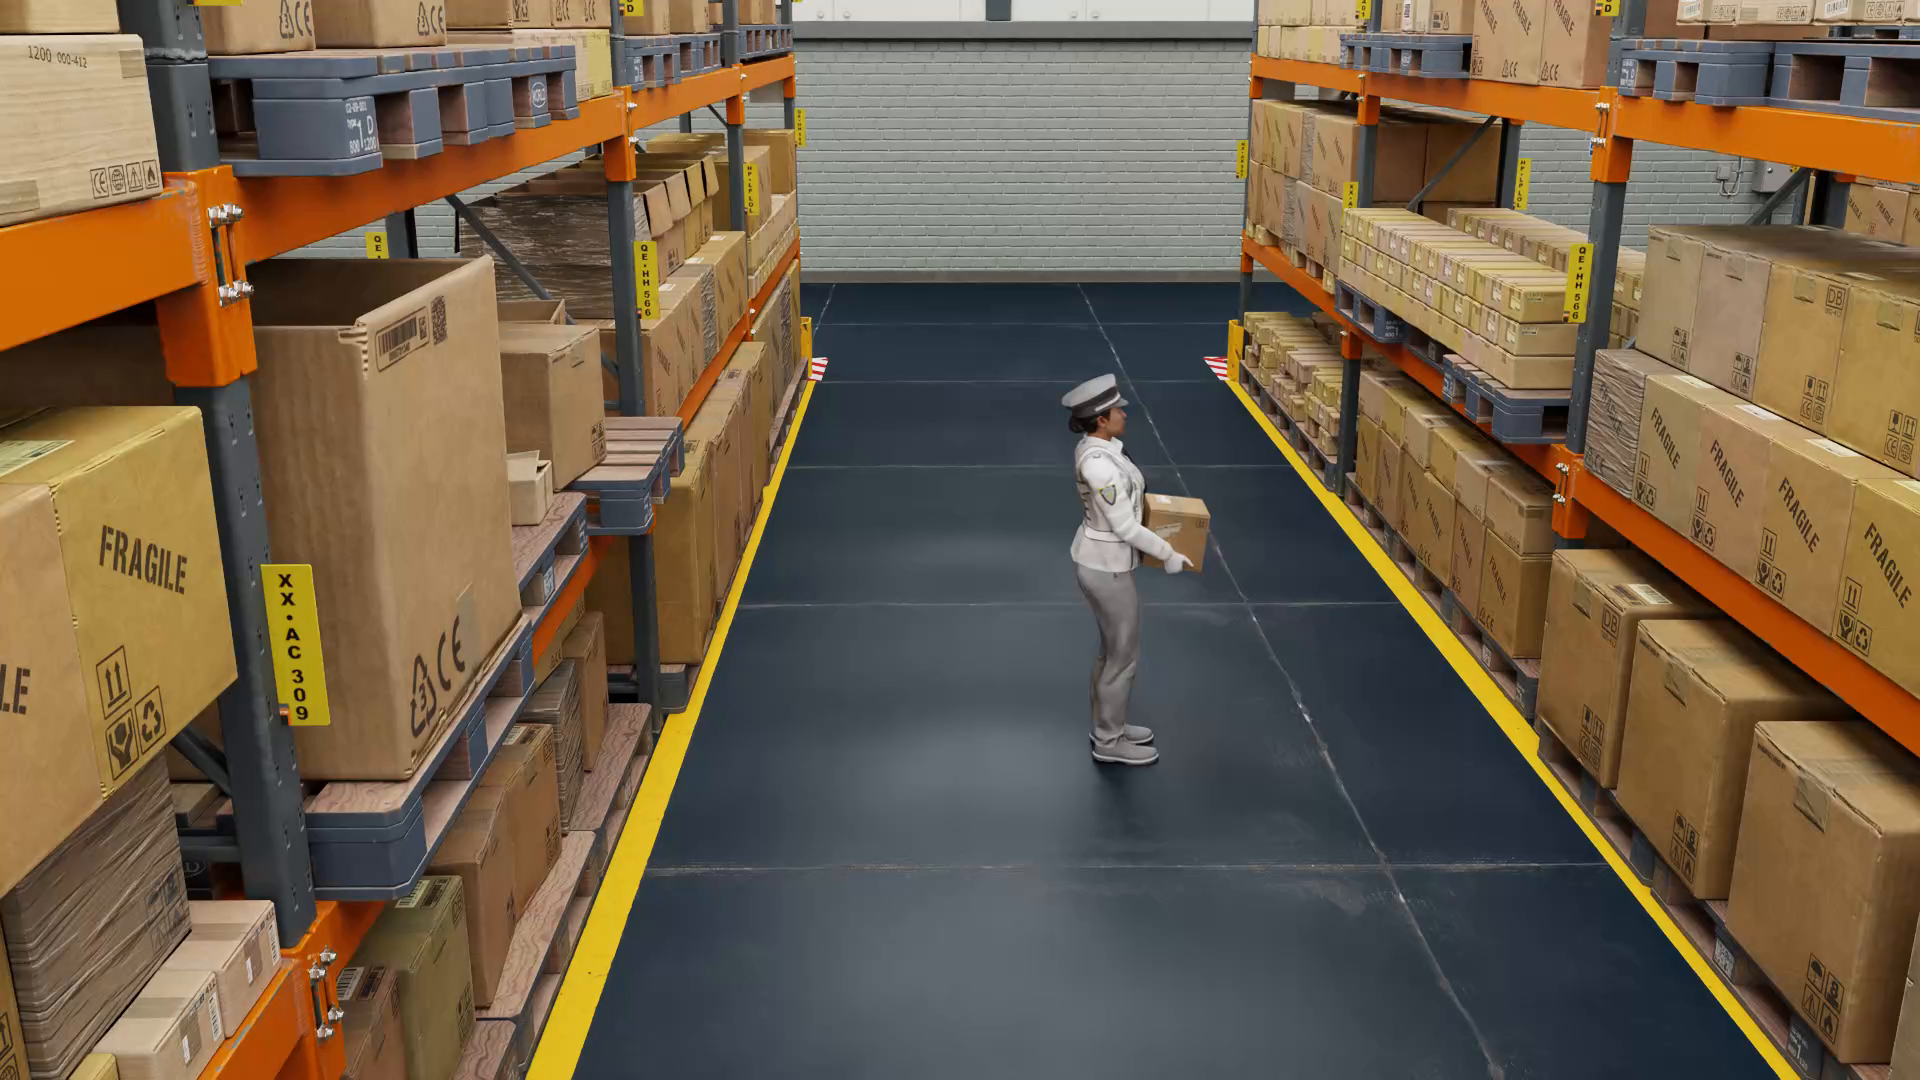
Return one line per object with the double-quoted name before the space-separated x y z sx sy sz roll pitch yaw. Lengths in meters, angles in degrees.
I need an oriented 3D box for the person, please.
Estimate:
"person" 0.700 0.124 7.108 0.555 1.686 0.459 0 17 0
